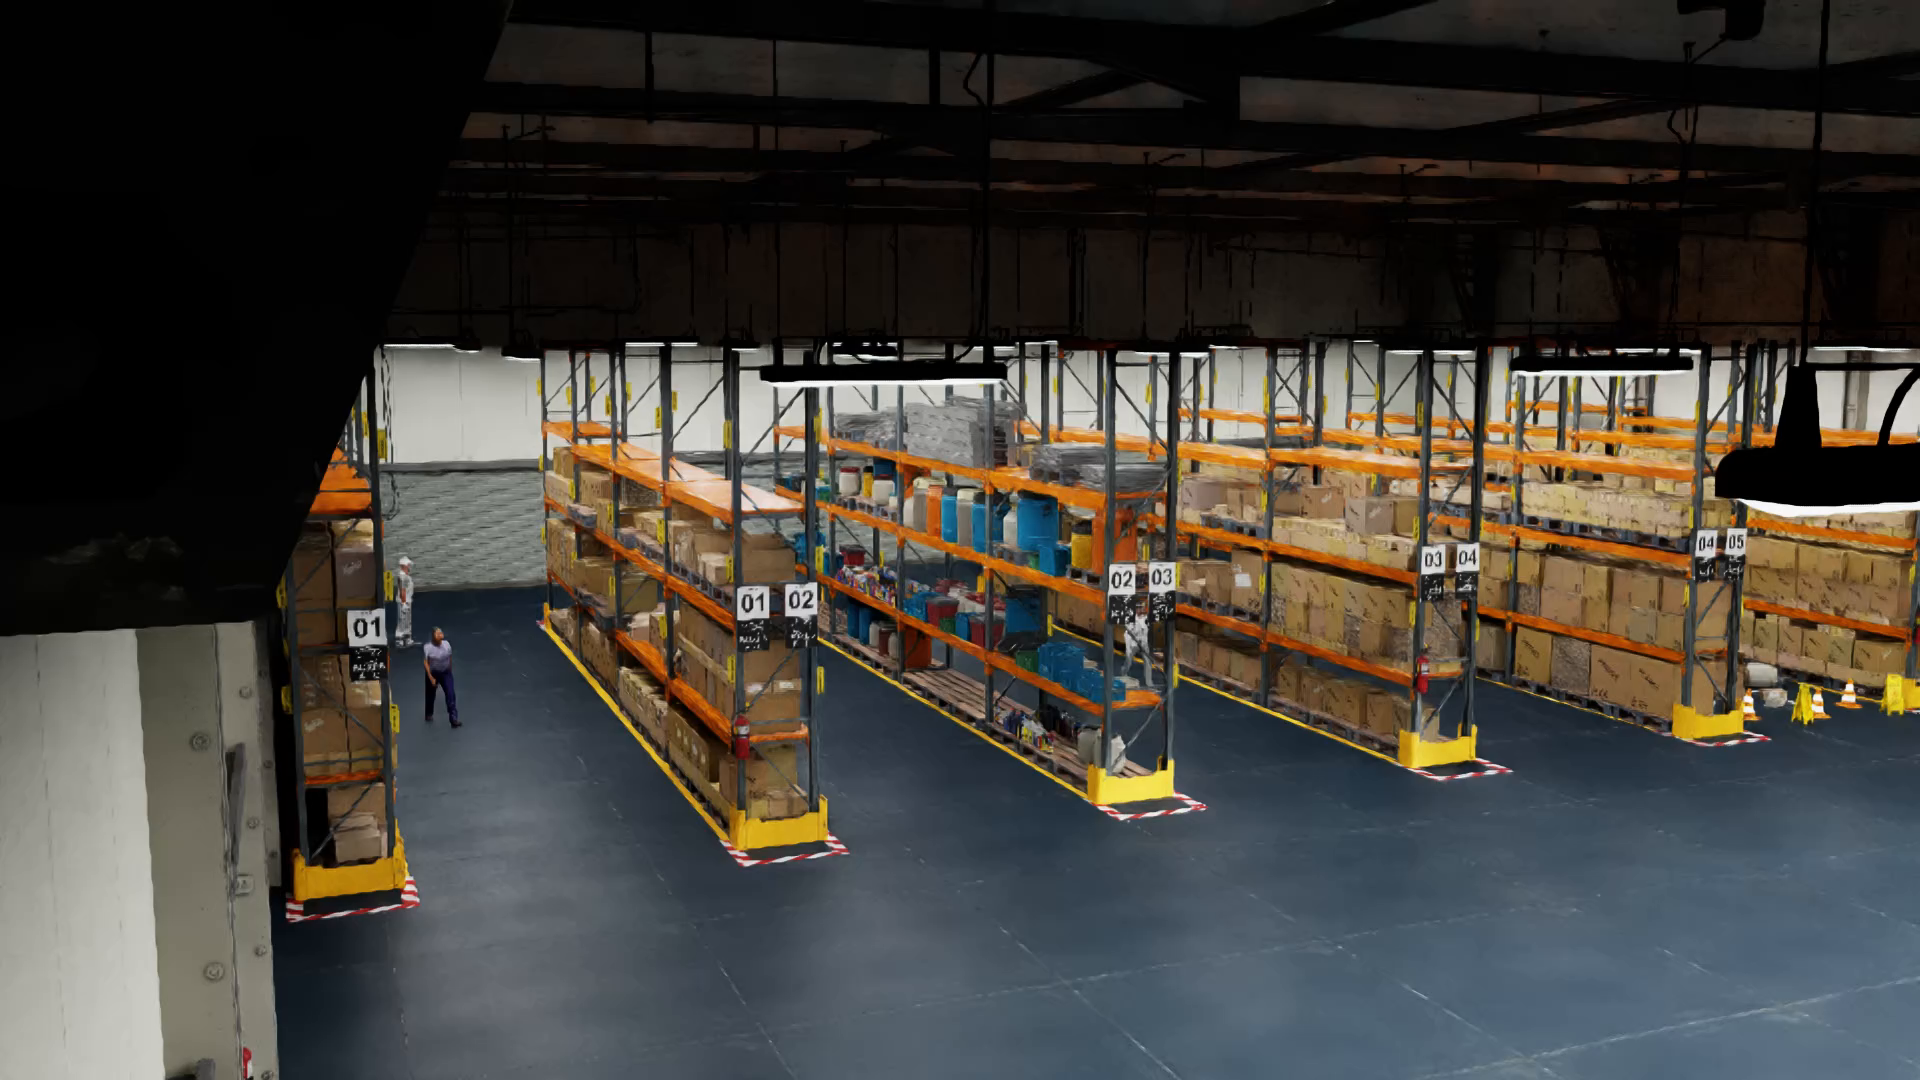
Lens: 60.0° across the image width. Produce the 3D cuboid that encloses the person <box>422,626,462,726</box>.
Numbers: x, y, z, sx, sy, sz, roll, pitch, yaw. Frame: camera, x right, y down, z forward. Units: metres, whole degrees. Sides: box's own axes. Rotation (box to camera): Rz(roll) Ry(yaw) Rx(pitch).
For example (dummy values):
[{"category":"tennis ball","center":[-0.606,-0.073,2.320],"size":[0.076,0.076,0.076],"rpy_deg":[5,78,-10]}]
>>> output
[{"category":"person","center":[-8.227,2.134,26.215],"size":[0.478,1.580,1.000],"rpy_deg":[-4,9,-30]}]

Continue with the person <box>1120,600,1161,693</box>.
[{"category":"person","center":[3.058,1.807,28.638],"size":[0.495,1.589,1.086],"rpy_deg":[-3,8,-20]}]

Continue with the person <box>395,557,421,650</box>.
[{"category":"person","center":[-10.846,1.196,32.422],"size":[0.399,1.735,0.631],"rpy_deg":[-2,8,-18]}]
